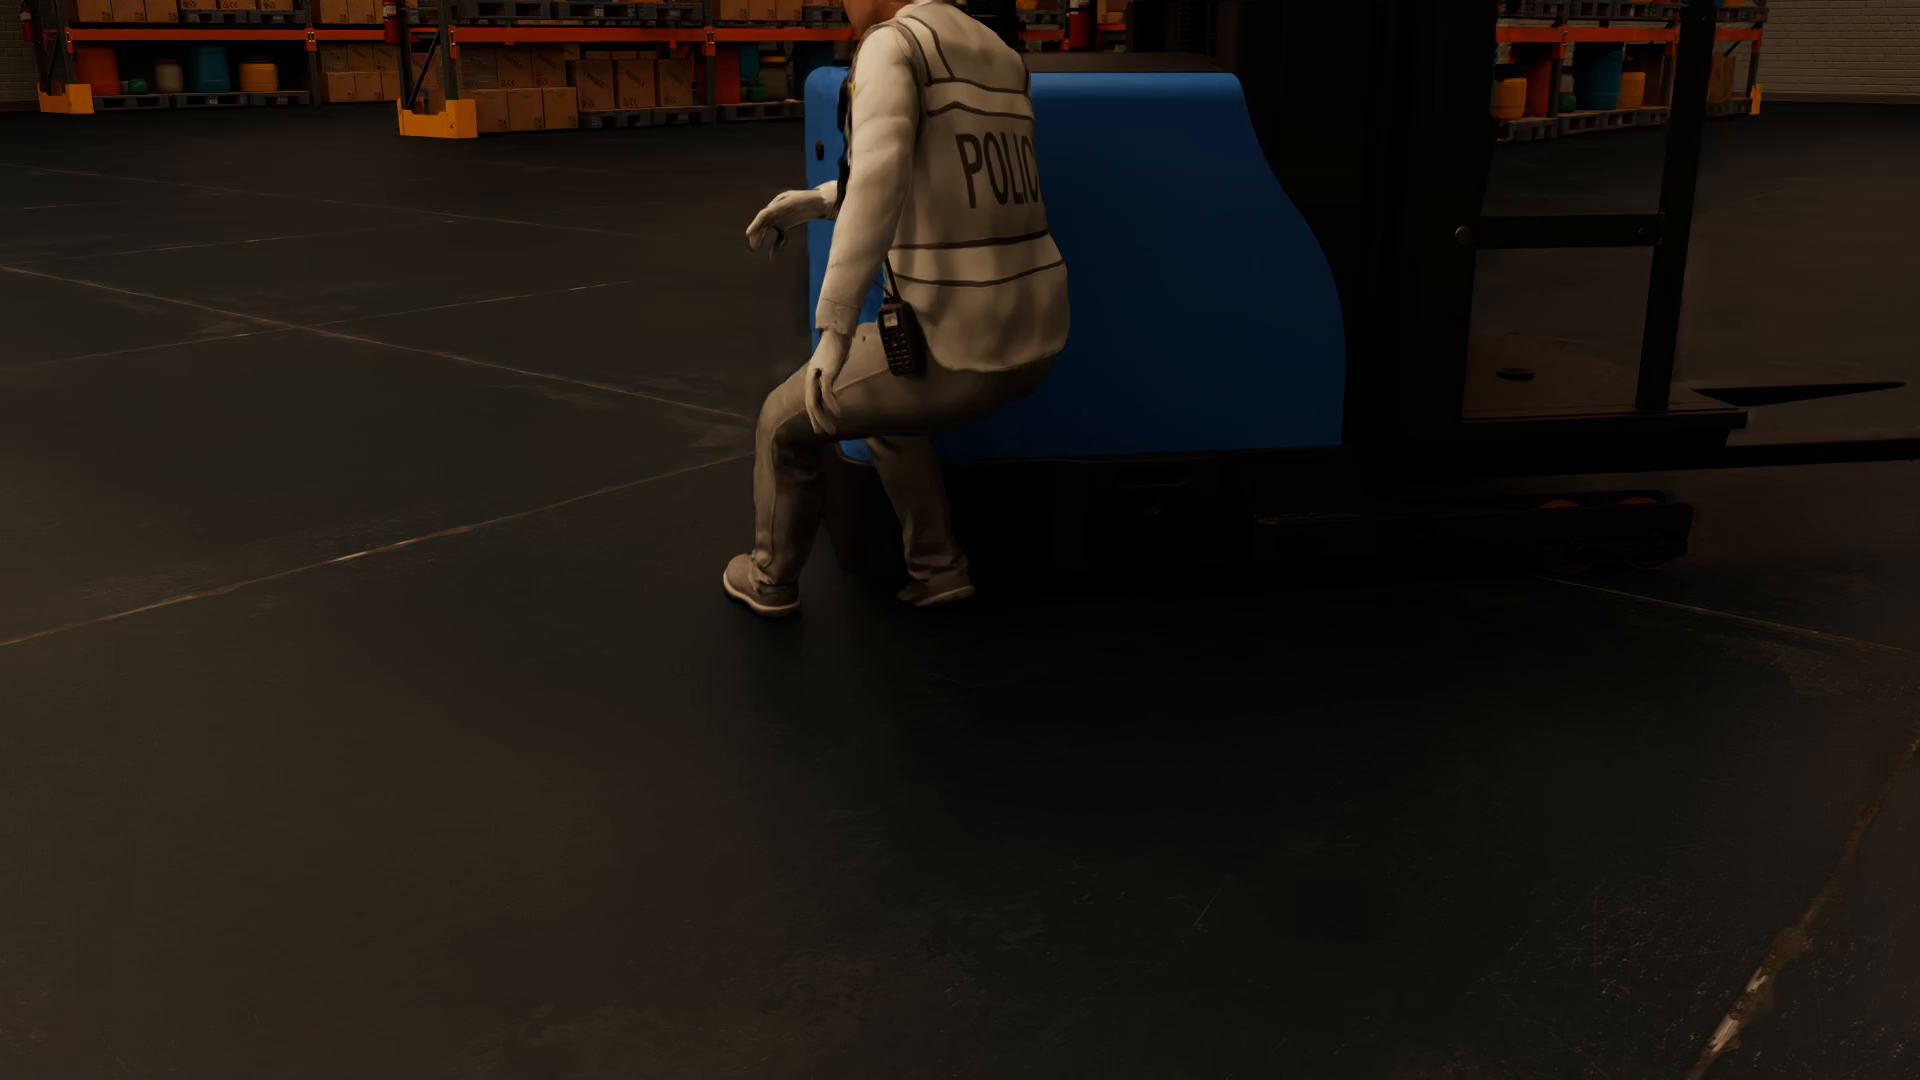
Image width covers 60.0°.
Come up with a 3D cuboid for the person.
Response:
[{"bbox_3d":[-0.235,-0.417,3.046,0.879,1.442,0.846,11,20,33],"label":"person"}]

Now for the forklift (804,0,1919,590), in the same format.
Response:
[{"bbox_3d":[1.173,-1.473,3.749,3.031,2.935,1.130,-3,17,-9],"label":"forklift"}]
